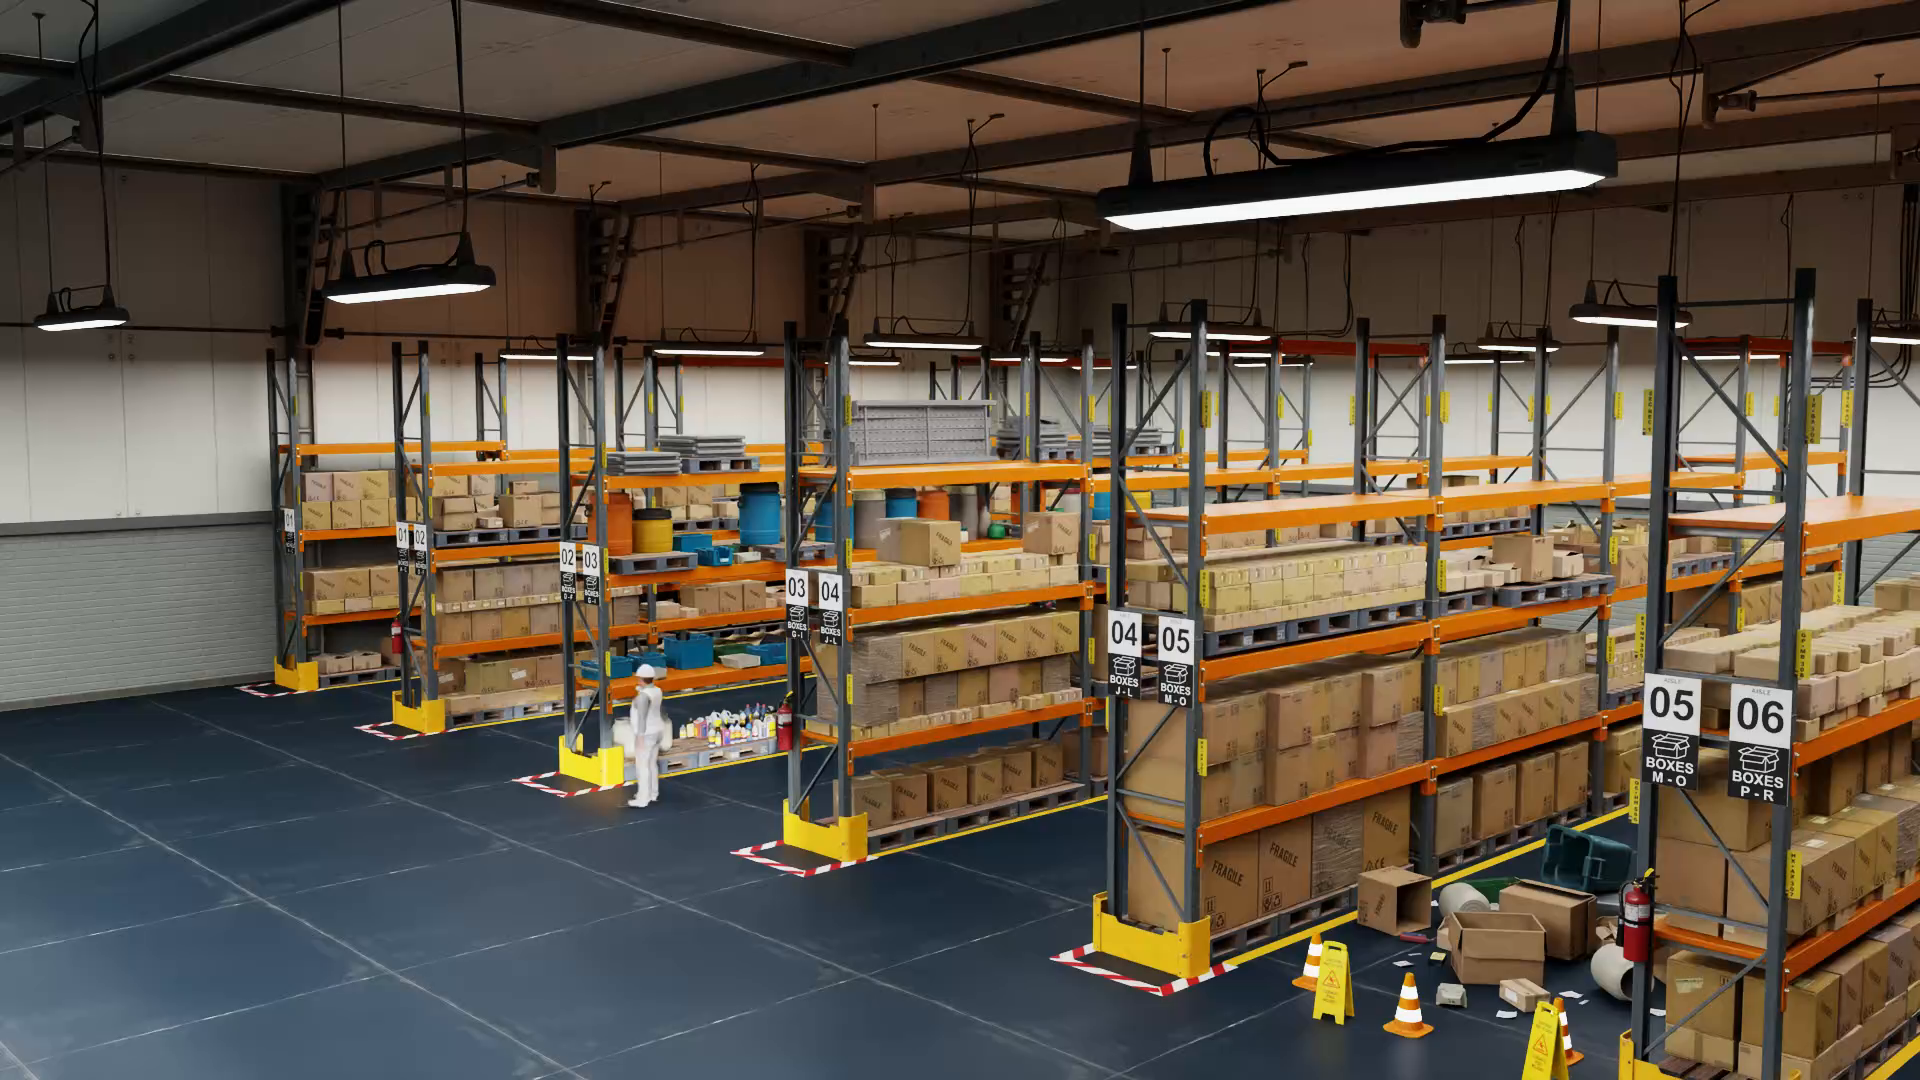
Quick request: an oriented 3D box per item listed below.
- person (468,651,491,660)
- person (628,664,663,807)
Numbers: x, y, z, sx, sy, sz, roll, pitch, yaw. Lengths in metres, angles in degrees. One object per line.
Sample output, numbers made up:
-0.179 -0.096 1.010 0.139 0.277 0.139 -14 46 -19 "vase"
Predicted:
-8.490 1.812 29.303 0.583 1.653 0.372 -2 5 -21 "person"
-3.990 2.452 21.040 0.433 1.776 0.565 1 5 11 "person"
